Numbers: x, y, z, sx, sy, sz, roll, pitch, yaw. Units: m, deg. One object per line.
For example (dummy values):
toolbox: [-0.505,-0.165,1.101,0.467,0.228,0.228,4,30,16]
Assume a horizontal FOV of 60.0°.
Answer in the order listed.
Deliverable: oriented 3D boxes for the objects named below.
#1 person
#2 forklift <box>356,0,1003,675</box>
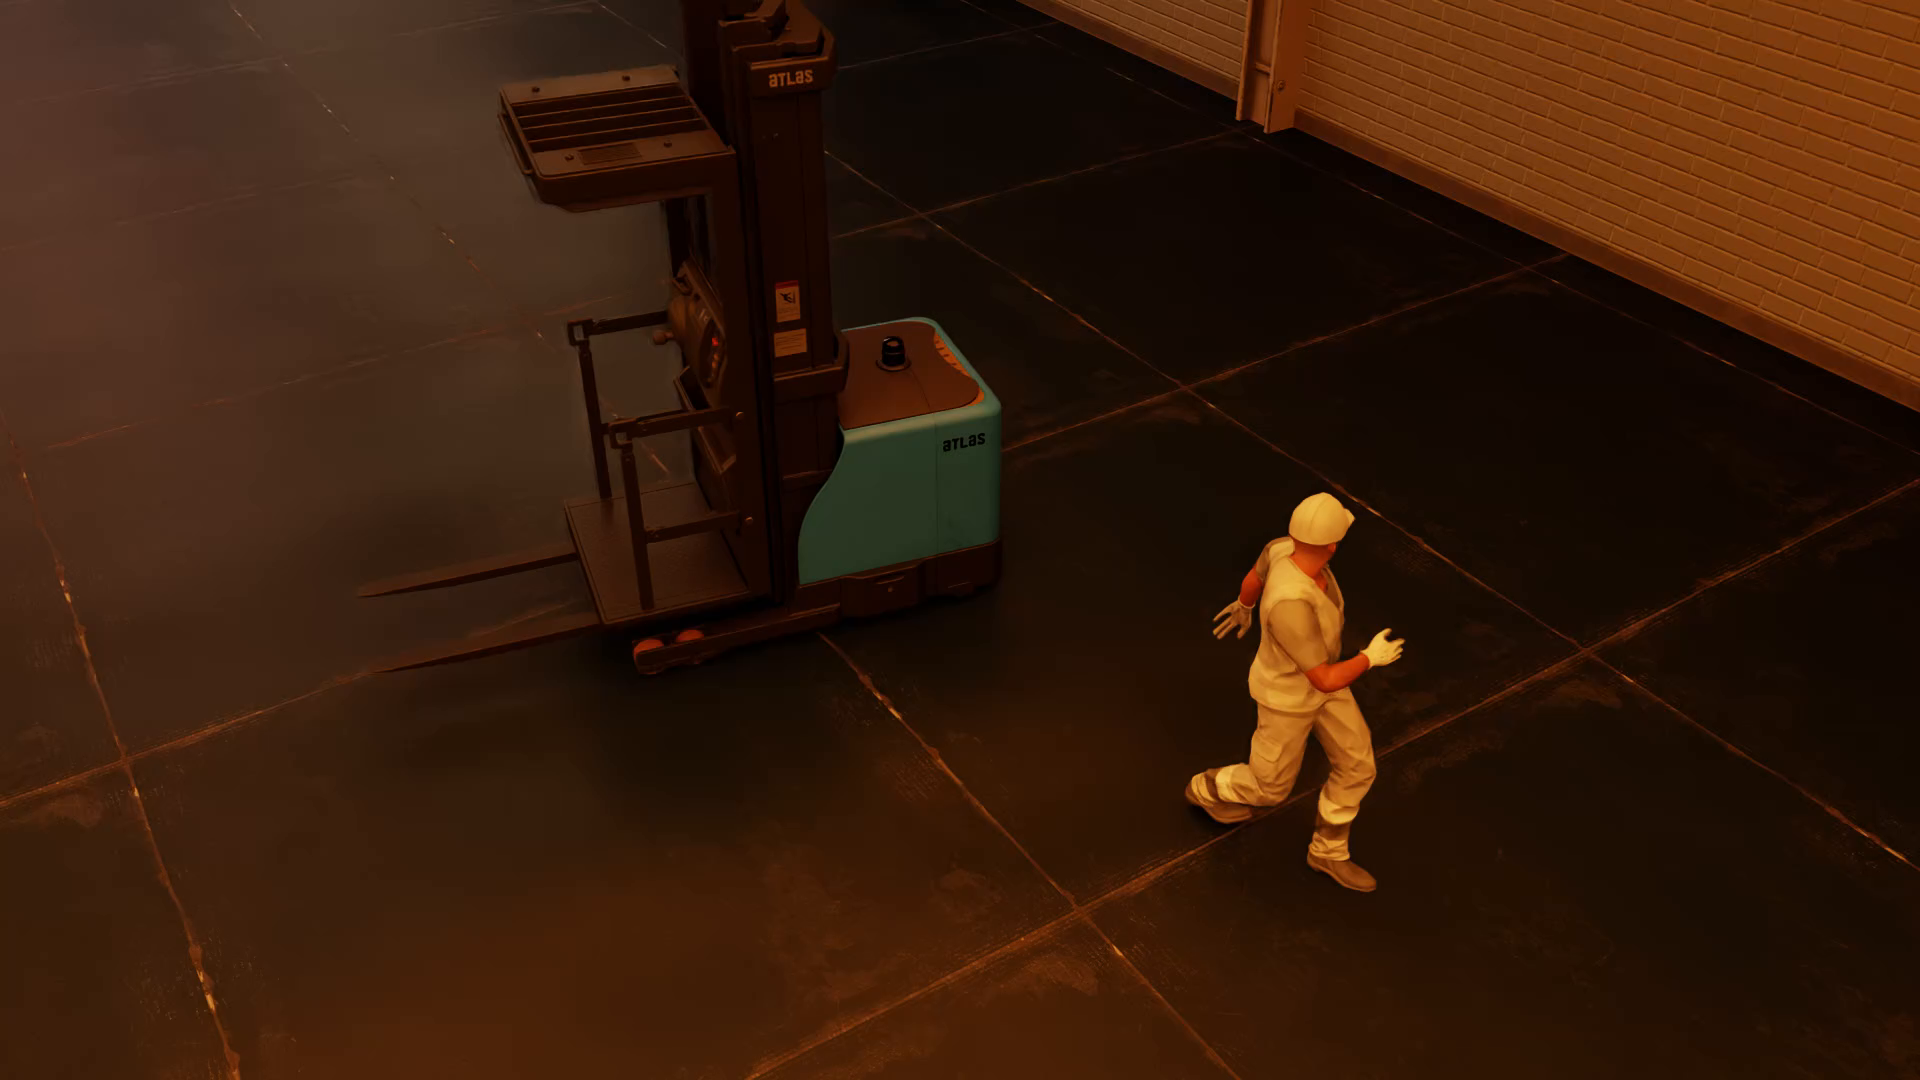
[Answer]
person: [1.308,0.560,6.455,0.937,1.700,0.569,22,41,28]
forklift: [-1.361,-0.913,7.448,3.031,2.935,1.130,-12,37,-17]
